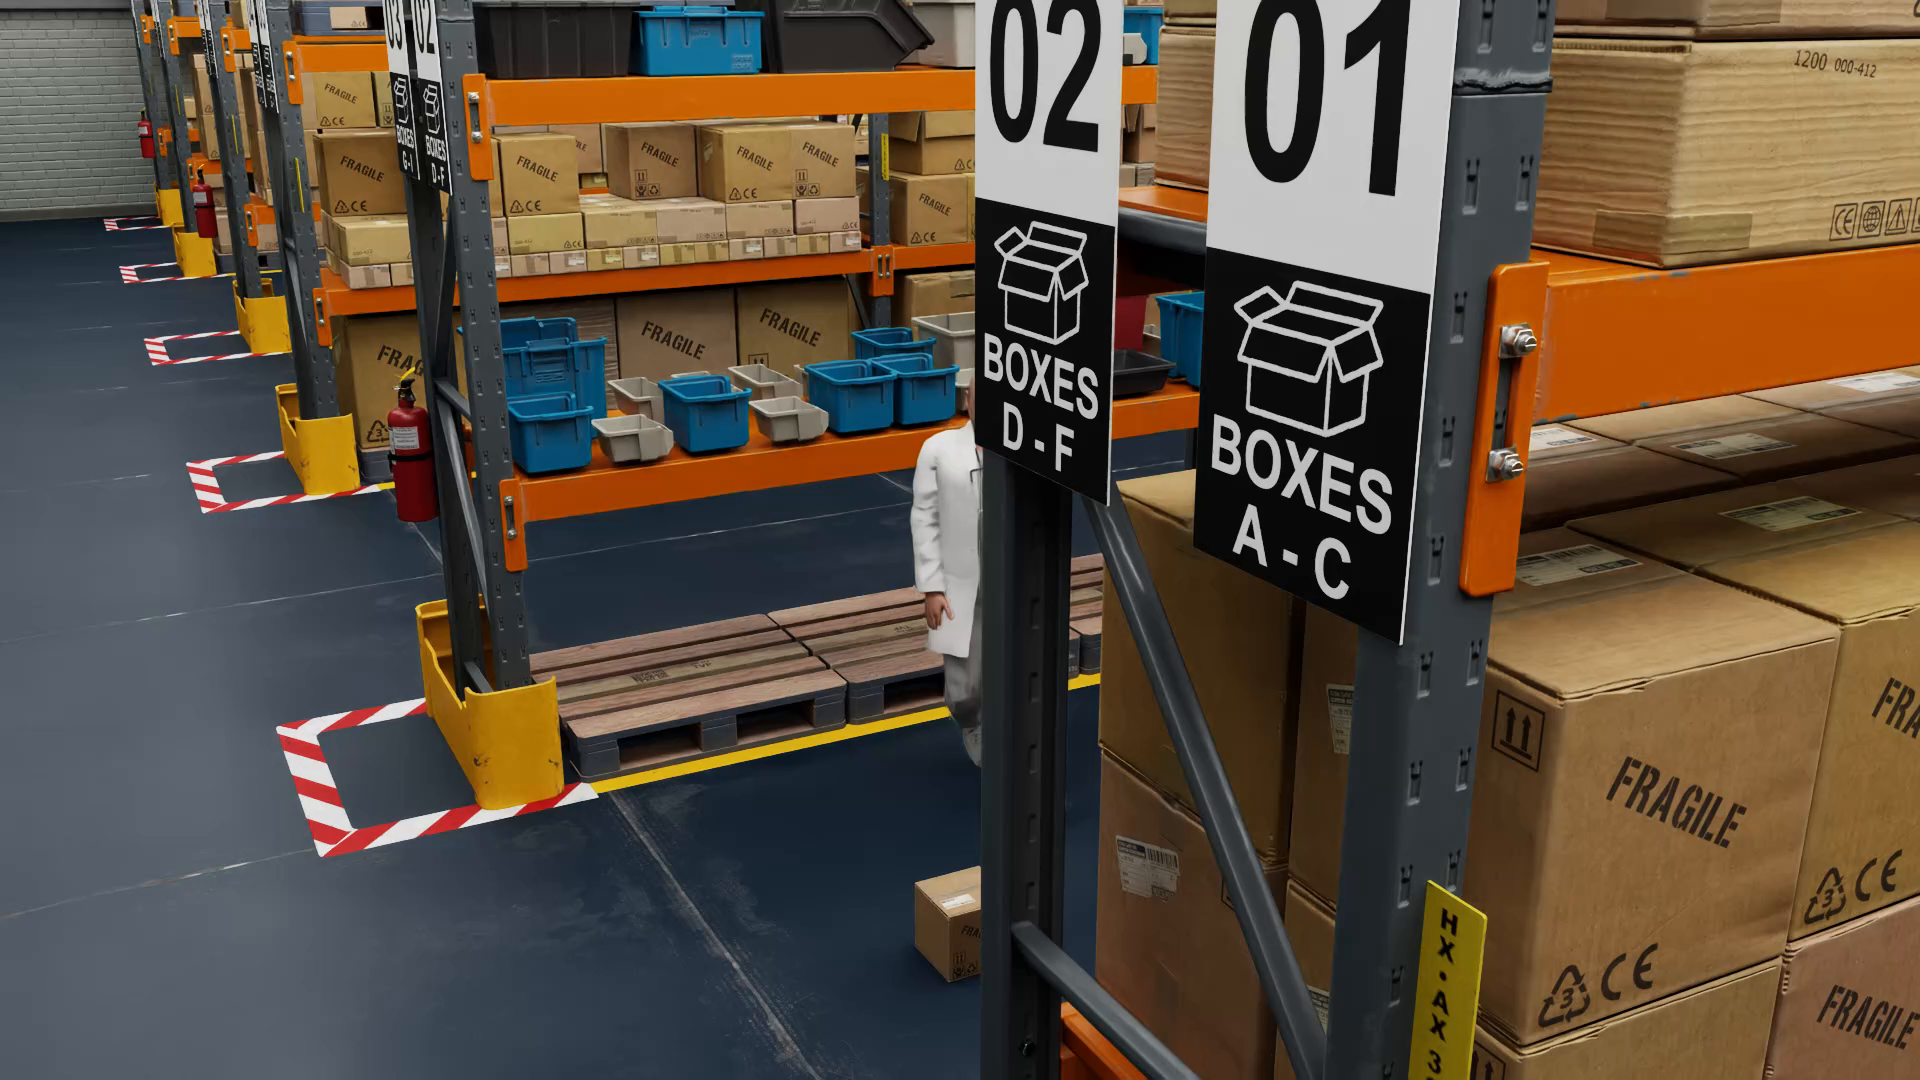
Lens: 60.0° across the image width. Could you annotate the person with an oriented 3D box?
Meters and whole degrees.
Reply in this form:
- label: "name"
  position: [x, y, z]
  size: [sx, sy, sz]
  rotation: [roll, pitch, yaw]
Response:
- label: "person"
  position: [0.121, 0.183, 6.478]
  size: [0.626, 1.759, 0.670]
  rotation: [-1, 18, -3]
